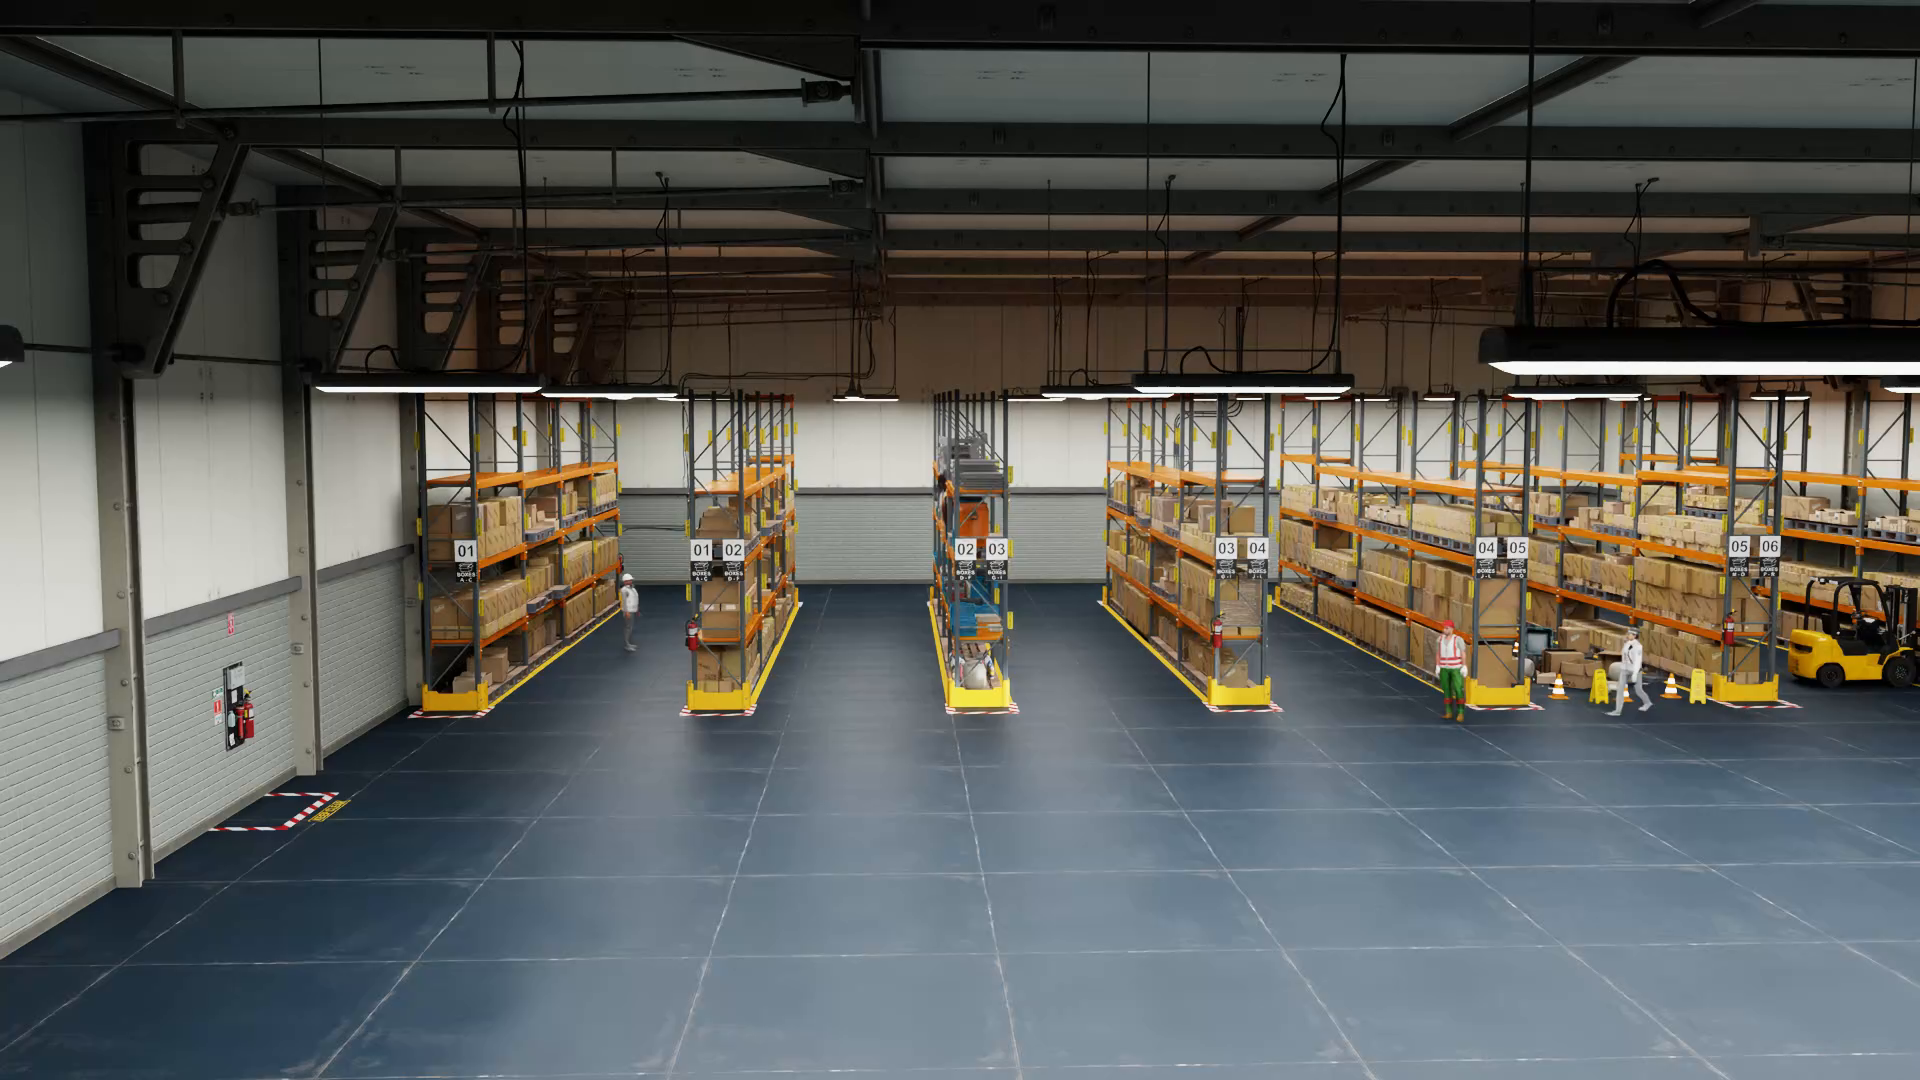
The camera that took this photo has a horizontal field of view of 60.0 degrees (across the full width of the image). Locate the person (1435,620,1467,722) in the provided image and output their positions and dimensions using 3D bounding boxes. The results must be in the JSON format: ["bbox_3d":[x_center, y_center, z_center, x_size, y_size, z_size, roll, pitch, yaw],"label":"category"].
[{"bbox_3d":[8.922,2.364,30.275,0.624,1.814,0.404,4,6,37],"label":"person"}]

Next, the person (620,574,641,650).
[{"bbox_3d":[-7.700,1.688,38.858,0.424,1.800,0.559,0,5,-1],"label":"person"}]

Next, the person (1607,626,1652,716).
[{"bbox_3d":[12.351,2.403,30.531,0.943,1.643,0.453,-3,6,-36],"label":"person"}]

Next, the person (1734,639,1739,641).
[{"bbox_3d":[17.041,1.988,36.531,0.452,1.618,0.465,4,6,42],"label":"person"}]
